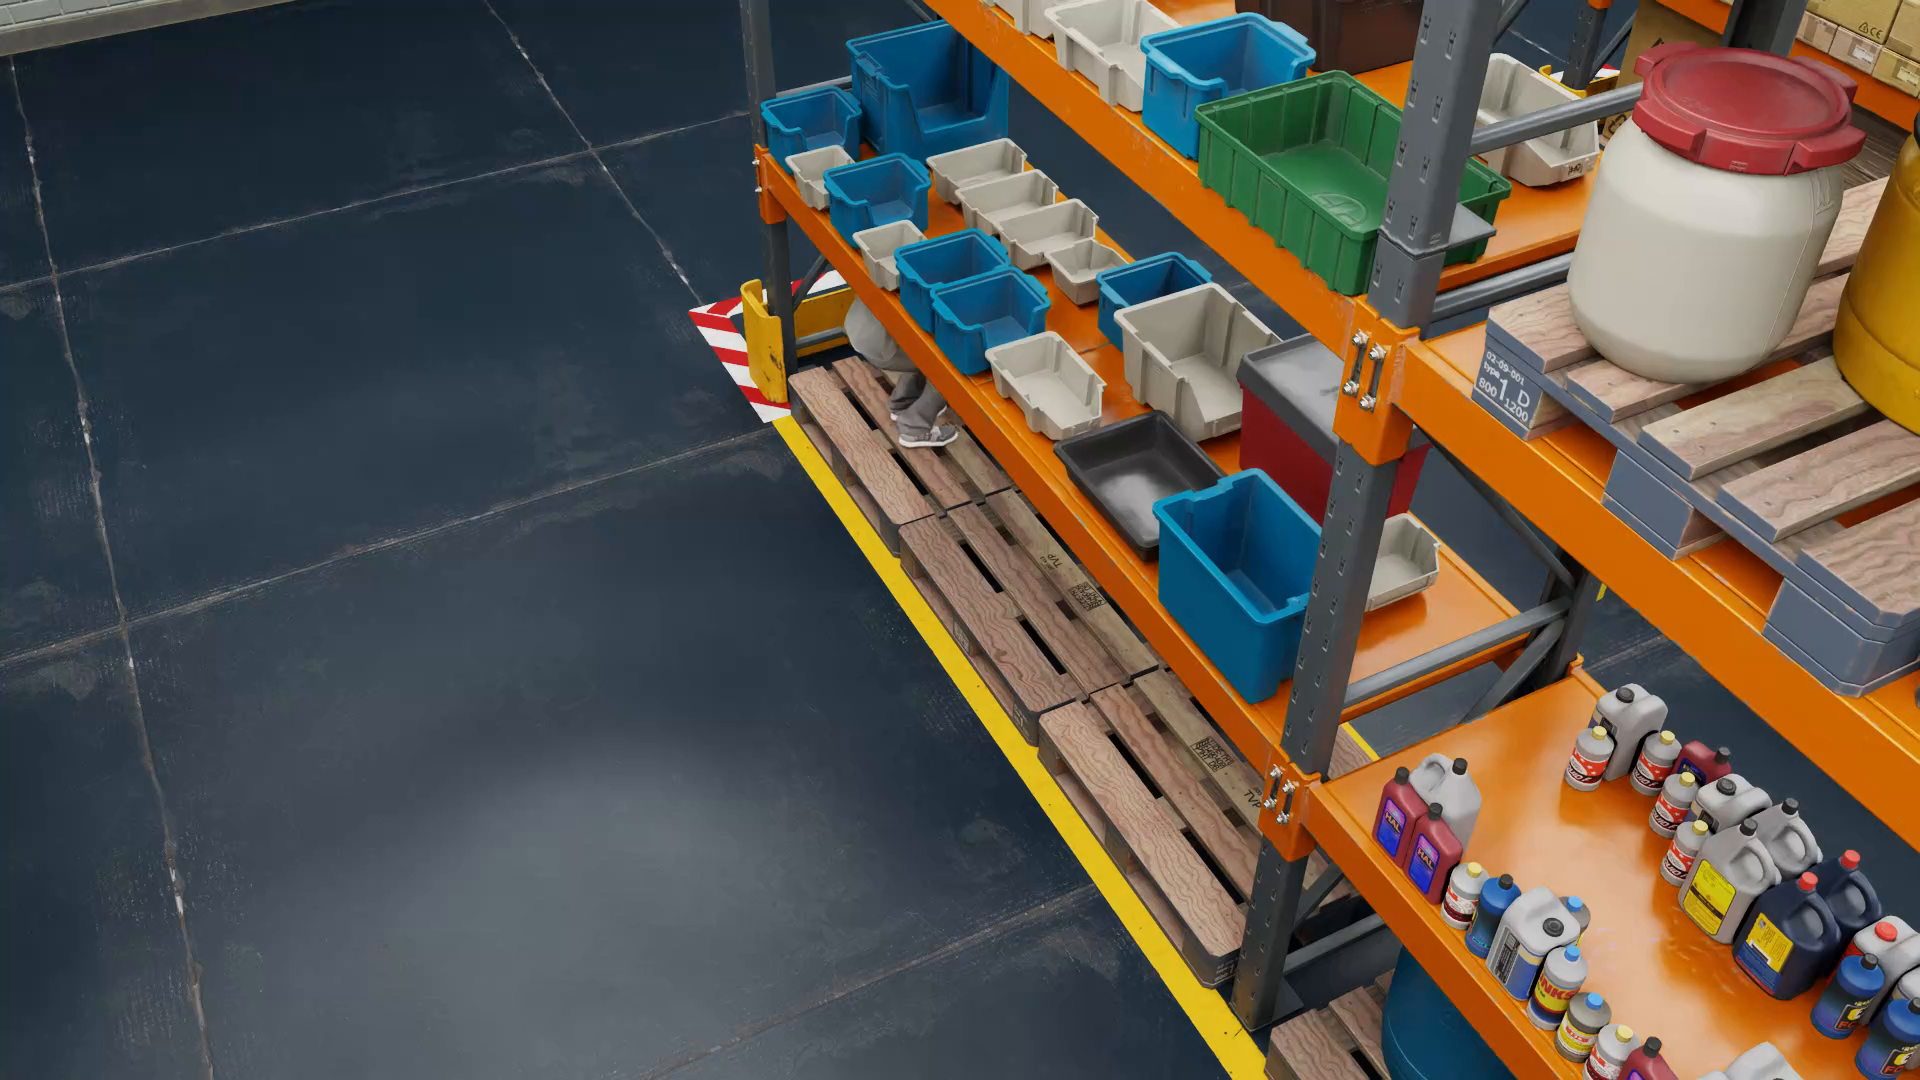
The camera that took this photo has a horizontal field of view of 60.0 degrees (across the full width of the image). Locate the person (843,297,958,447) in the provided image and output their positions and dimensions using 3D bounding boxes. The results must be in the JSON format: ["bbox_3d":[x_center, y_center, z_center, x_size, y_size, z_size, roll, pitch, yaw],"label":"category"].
[{"bbox_3d":[-0.133,-0.926,7.306,0.765,1.044,0.454,-10,43,-11],"label":"person"}]
